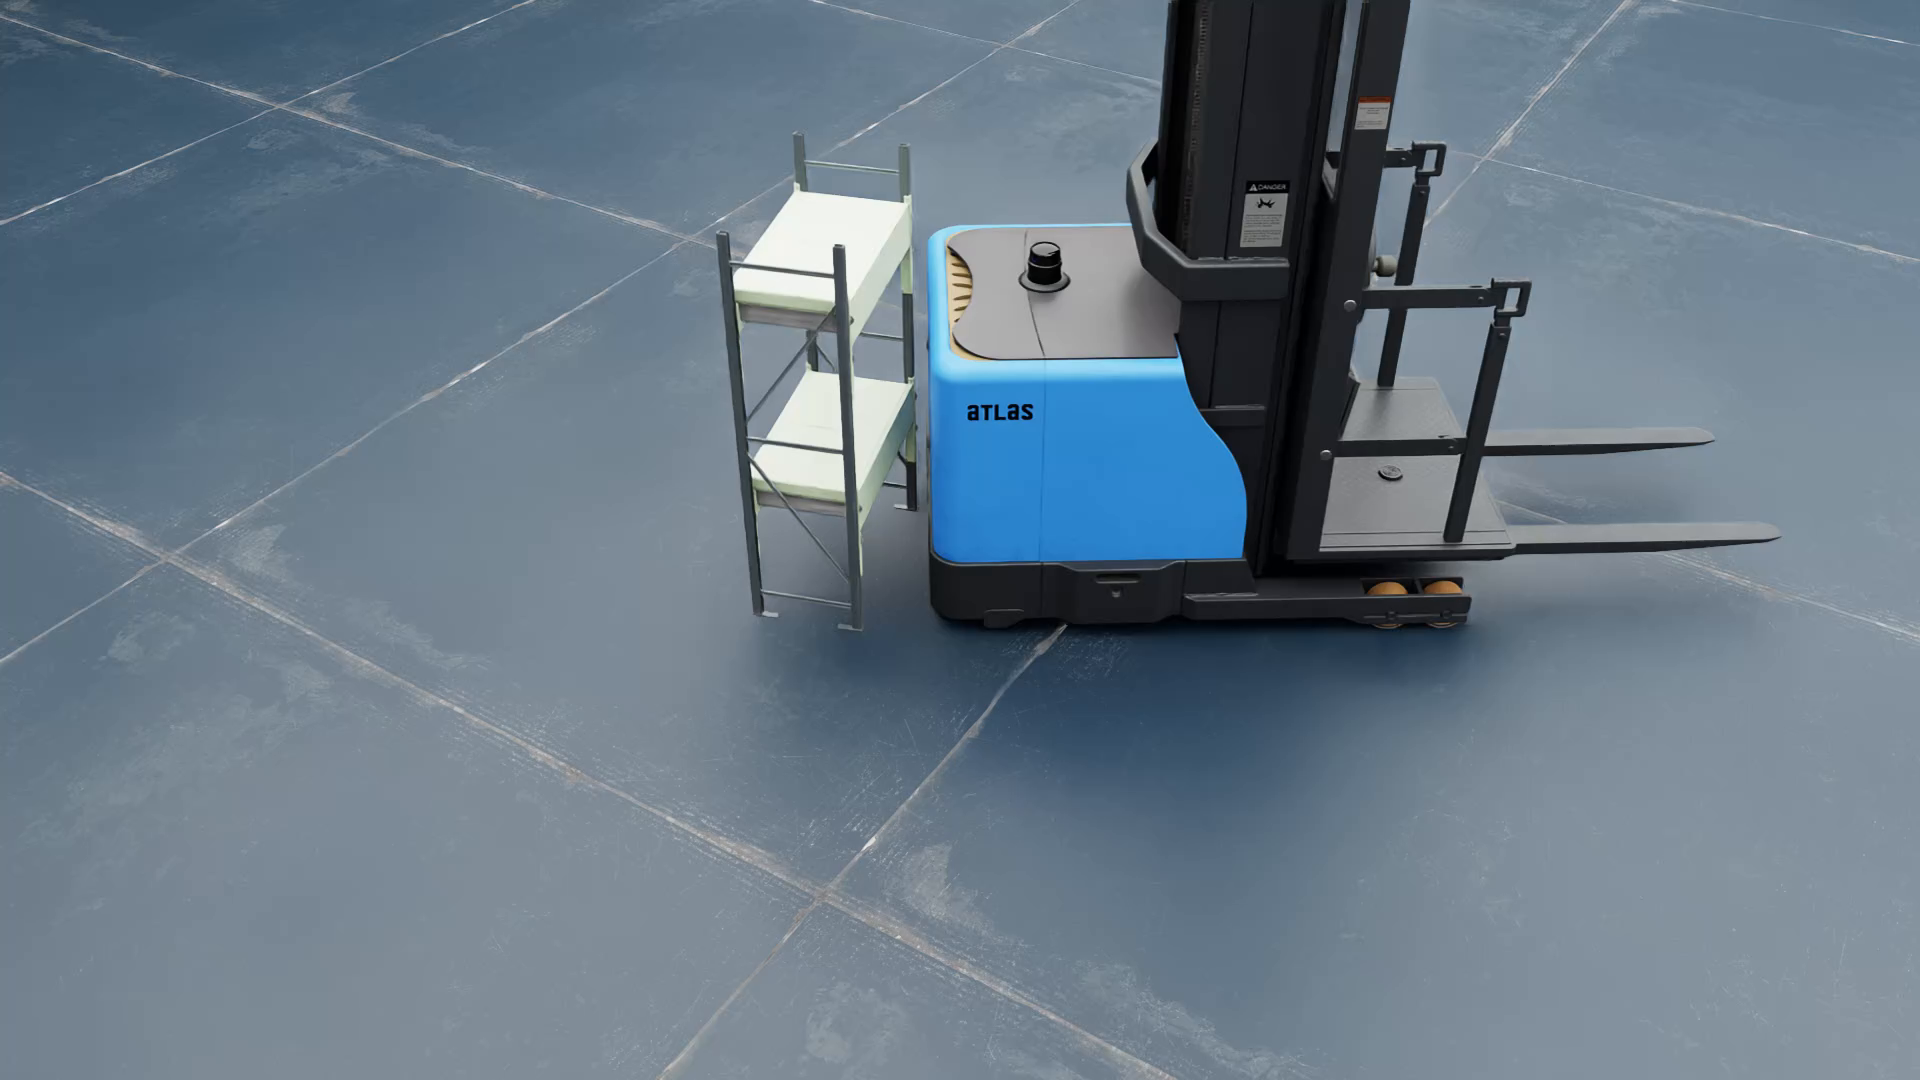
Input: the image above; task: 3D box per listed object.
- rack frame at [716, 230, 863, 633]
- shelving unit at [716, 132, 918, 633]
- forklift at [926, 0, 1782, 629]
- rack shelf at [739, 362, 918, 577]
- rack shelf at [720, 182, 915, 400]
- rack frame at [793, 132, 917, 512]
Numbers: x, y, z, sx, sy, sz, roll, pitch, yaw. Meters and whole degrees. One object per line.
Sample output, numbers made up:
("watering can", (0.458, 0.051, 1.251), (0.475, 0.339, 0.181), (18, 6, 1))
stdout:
("rack frame", (-0.537, -0.304, 5.415), (0.400, 1.500, 0.023), (9, 38, 11))
("shelving unit", (-0.449, -0.521, 5.697), (0.431, 1.500, 0.755), (9, 38, 11))
("forklift", (1.397, -1.173, 5.371), (3.031, 2.935, 1.130), (-1, 38, -1))
("rack shelf", (-0.449, -0.262, 5.896), (0.431, 0.370, 0.720), (9, 38, 11))
("rack shelf", (-0.449, -0.830, 5.459), (0.431, 0.370, 0.720), (9, 38, 11))
("rack frame", (-0.362, -0.738, 5.978), (0.400, 1.500, 0.023), (9, 38, 11))
